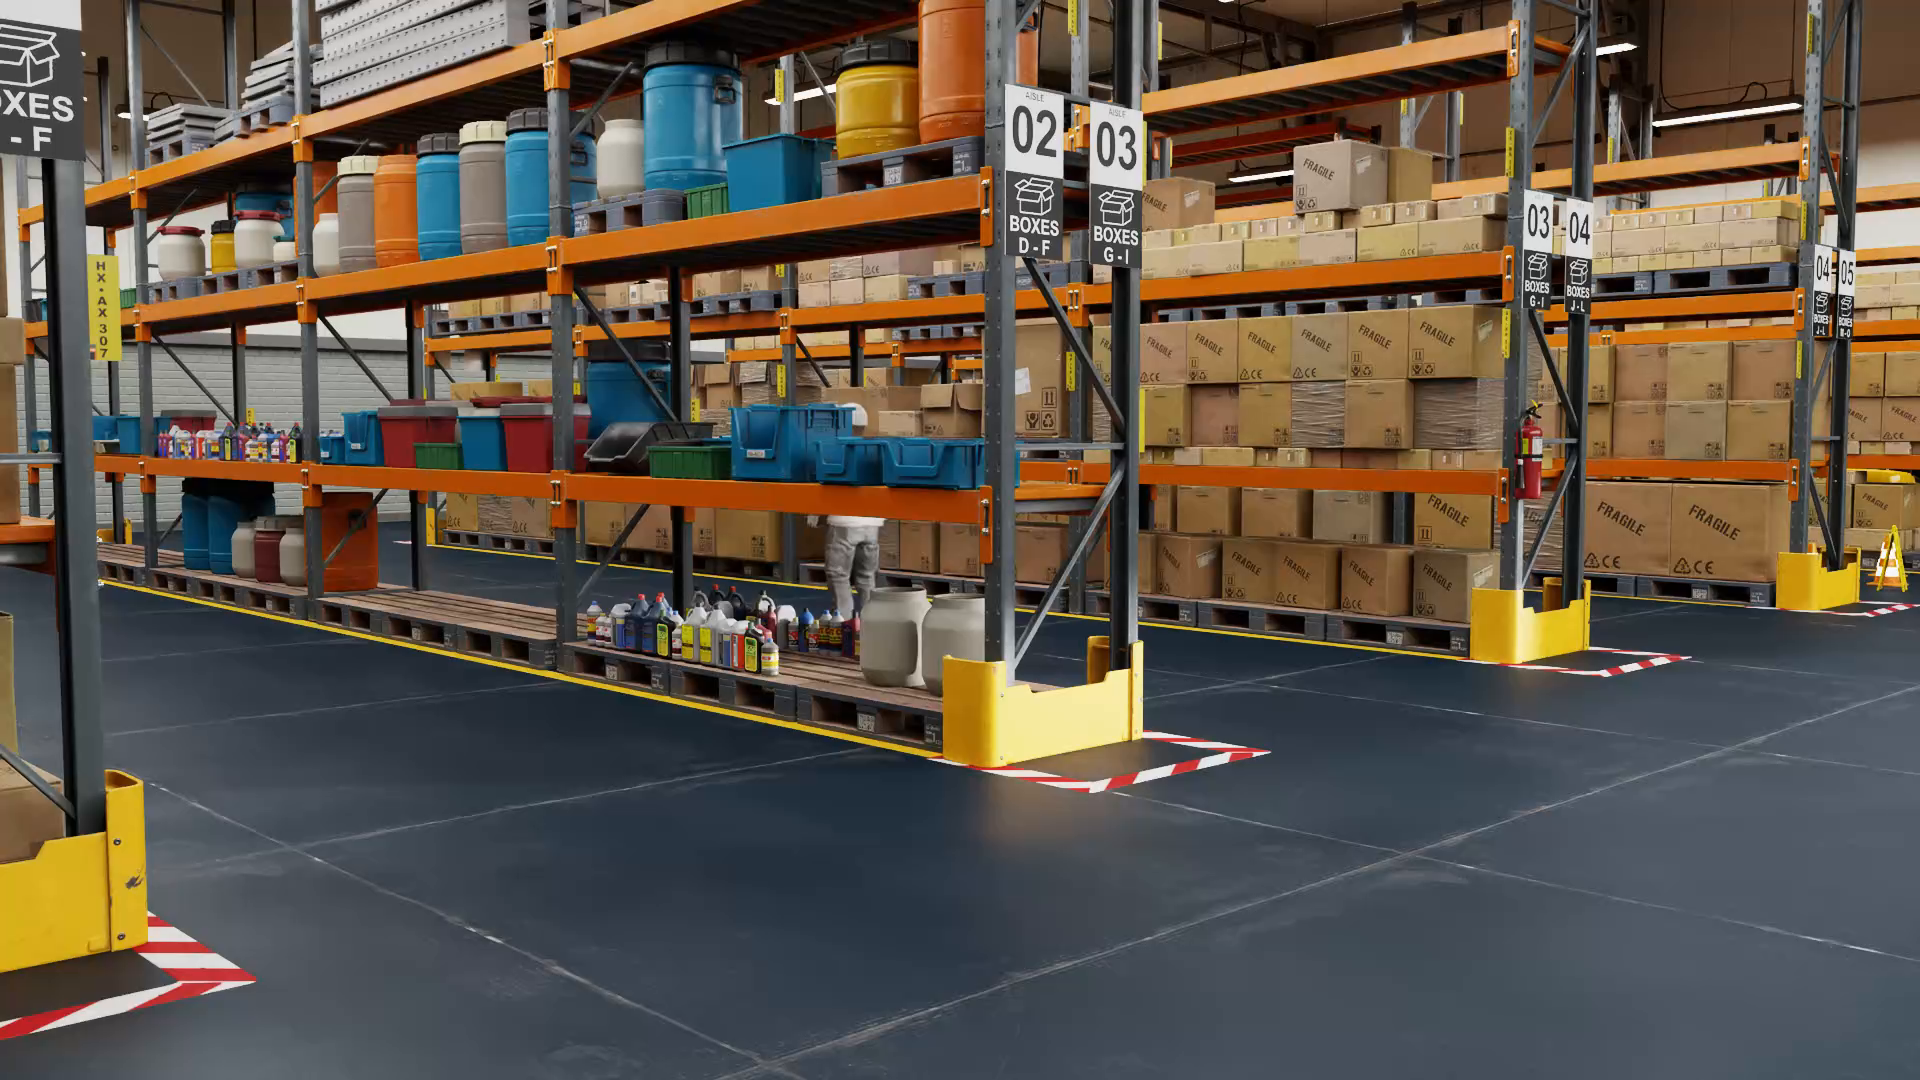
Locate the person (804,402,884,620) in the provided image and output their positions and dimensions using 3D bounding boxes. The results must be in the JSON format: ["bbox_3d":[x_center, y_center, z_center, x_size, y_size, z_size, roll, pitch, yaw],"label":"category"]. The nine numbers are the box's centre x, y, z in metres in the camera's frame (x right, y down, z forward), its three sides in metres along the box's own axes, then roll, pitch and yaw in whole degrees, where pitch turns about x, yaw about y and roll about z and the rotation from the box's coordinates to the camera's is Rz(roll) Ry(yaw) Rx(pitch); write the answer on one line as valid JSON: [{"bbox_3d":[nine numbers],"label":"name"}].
[{"bbox_3d":[-0.844,-0.094,11.957,0.489,1.782,0.576,-4,5,-44],"label":"person"}]
